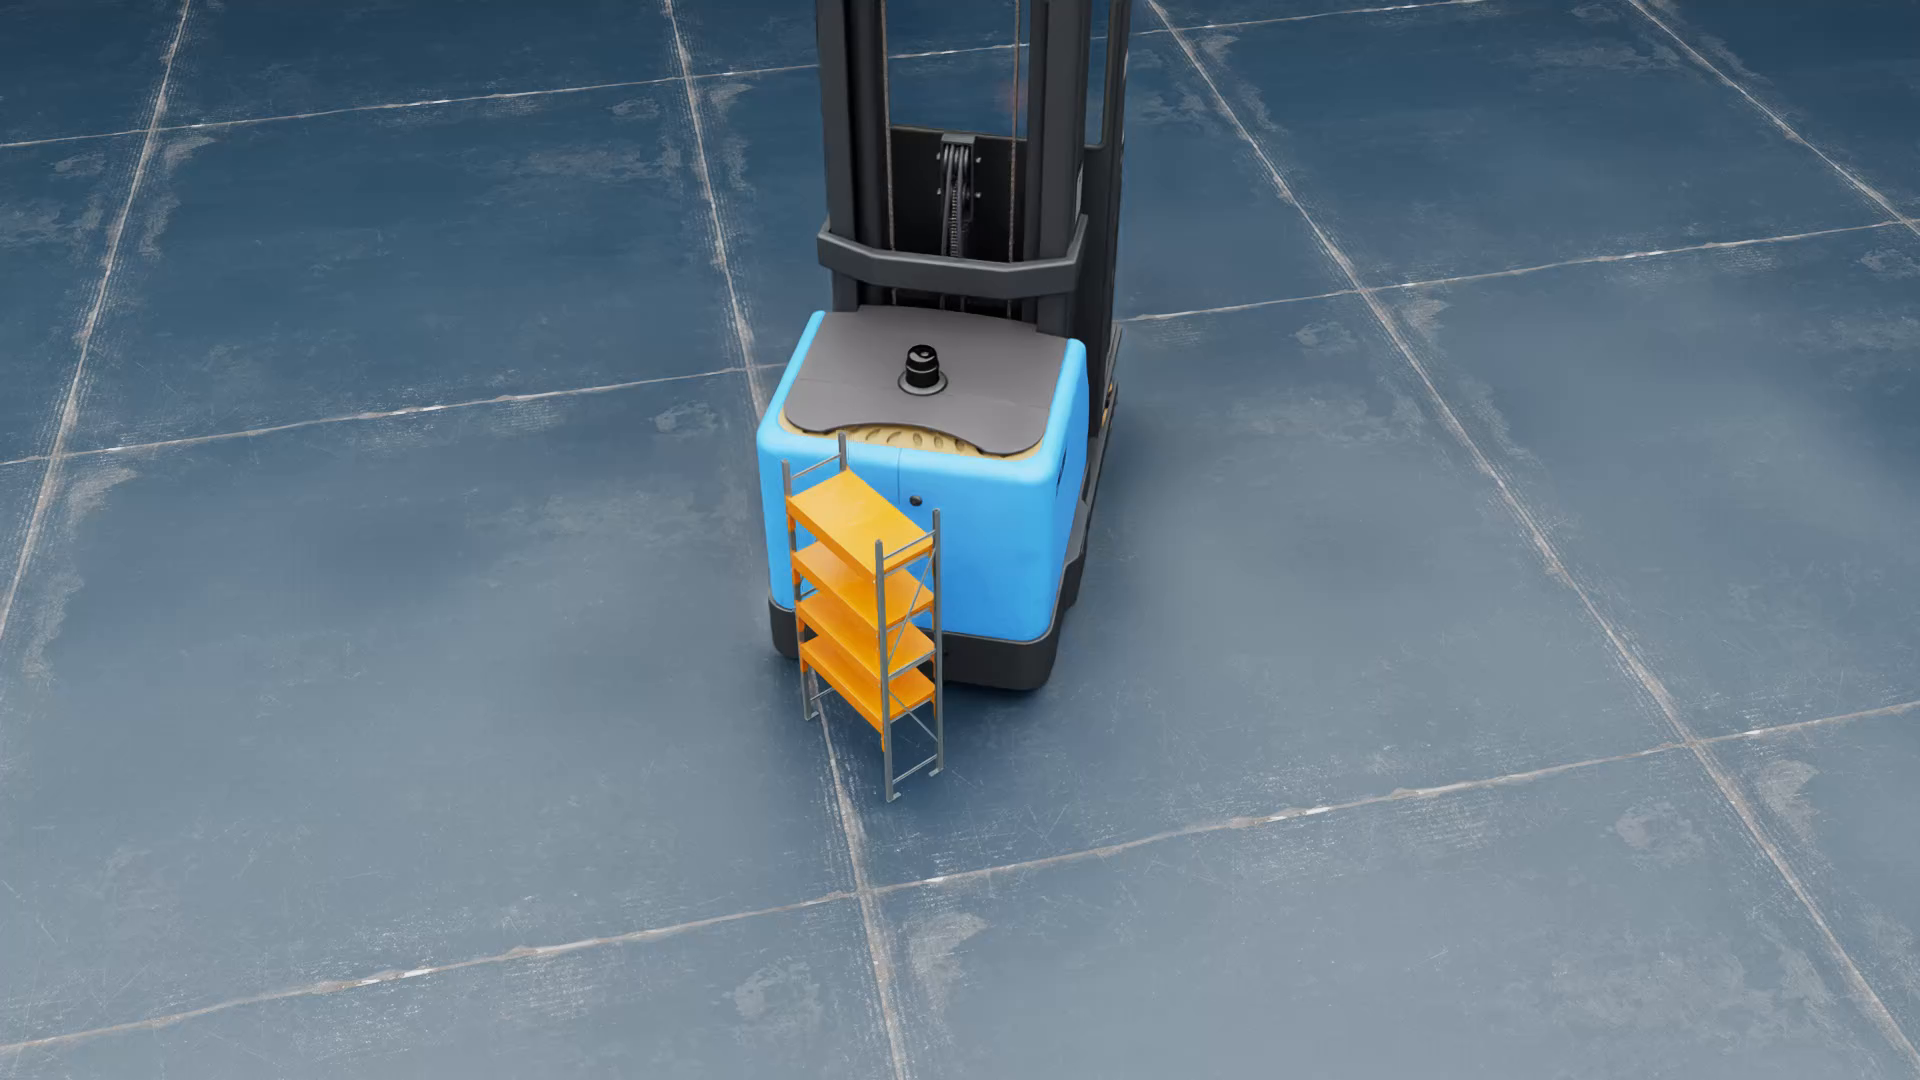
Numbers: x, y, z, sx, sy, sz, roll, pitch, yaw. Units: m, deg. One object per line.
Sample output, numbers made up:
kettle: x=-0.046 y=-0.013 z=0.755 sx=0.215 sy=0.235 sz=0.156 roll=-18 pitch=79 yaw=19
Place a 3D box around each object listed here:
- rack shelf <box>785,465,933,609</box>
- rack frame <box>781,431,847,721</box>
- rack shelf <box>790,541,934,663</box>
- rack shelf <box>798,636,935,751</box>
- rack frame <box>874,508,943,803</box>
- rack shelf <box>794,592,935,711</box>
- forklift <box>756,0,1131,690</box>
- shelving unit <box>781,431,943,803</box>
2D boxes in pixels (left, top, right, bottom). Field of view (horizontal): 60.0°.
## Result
rack shelf: x=-0.311 y=-0.015 z=5.271 sx=0.258 sy=0.148 sz=0.480 roll=-28 pitch=49 yaw=-28
rack frame: x=-0.464 y=0.153 z=5.674 sx=0.240 sy=1.200 sz=0.015 roll=-28 pitch=49 yaw=-28
rack shelf: x=-0.311 y=0.162 z=5.428 sx=0.258 sy=0.148 sz=0.480 roll=-28 pitch=49 yaw=-28
rack shelf: x=-0.311 y=0.477 z=5.709 sx=0.258 sy=0.148 sz=0.480 roll=-28 pitch=49 yaw=-28
rack frame: x=-0.157 y=0.404 z=5.391 sx=0.240 sy=1.200 sz=0.015 roll=-28 pitch=49 yaw=-28
rack shelf: x=-0.311 y=0.329 z=5.577 sx=0.258 sy=0.148 sz=0.480 roll=-28 pitch=49 yaw=-28
forklift: x=0.088 y=-1.538 z=6.275 sx=1.130 sy=2.935 sz=3.031 roll=7 pitch=42 yaw=8
shelving unit: x=-0.311 y=0.279 z=5.532 sx=0.258 sy=1.200 sz=0.503 roll=-28 pitch=49 yaw=-28
